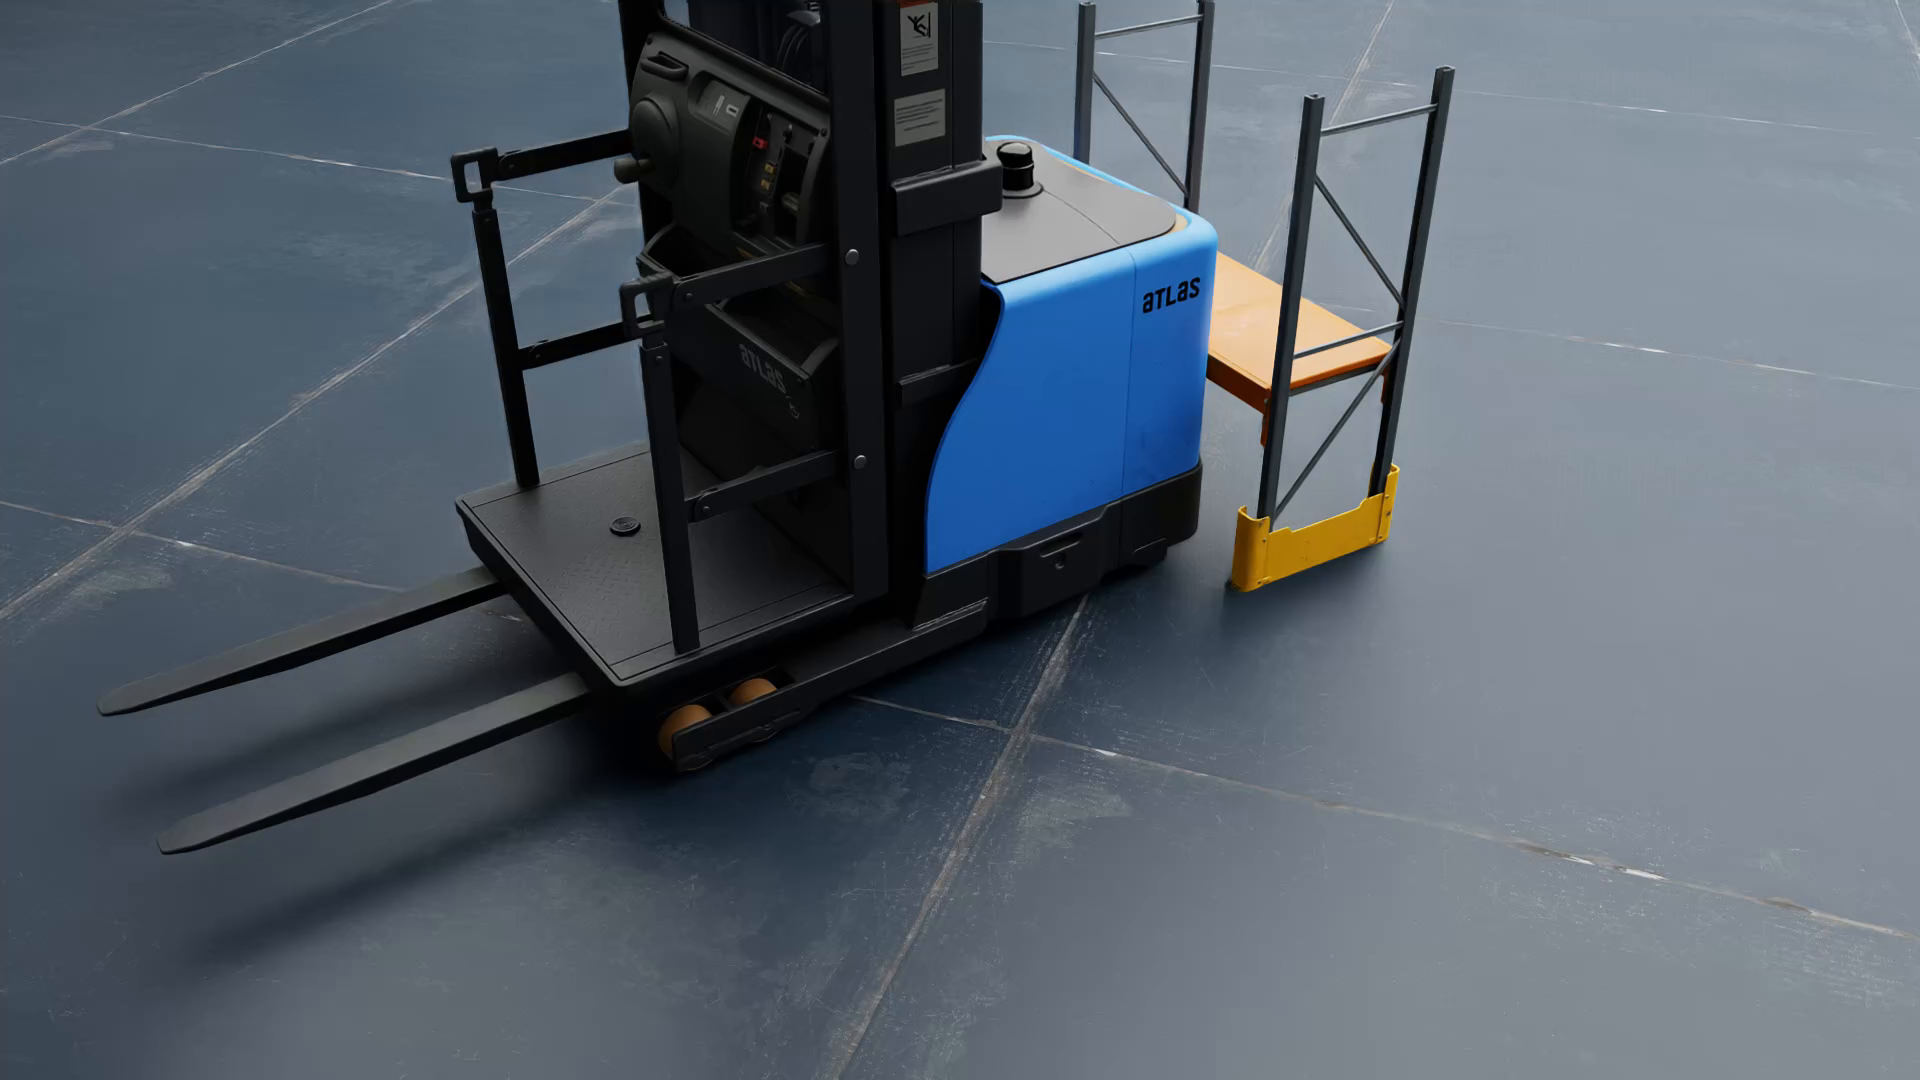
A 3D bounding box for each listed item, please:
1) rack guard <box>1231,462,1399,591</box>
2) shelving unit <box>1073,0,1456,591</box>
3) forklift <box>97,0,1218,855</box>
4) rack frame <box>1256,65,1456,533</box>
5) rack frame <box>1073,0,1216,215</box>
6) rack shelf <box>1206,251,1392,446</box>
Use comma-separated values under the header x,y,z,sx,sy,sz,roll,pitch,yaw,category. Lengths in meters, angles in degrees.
x,y,z,sx,sy,sz,roll,pitch,yaw,category
1.090,-0.049,5.095,0.587,0.250,0.087,-18,37,-26,rack guard
0.834,-0.805,5.115,0.587,1.500,1.083,-18,37,-26,shelving unit
-0.755,-0.960,4.035,3.031,2.935,1.130,-21,38,-29,forklift
1.100,-0.565,4.742,0.500,1.500,0.032,-18,37,-26,rack frame
0.577,-1.038,5.475,0.500,1.500,0.032,-18,37,-26,rack frame
0.839,-0.650,5.206,0.538,0.185,1.000,-18,37,-26,rack shelf
